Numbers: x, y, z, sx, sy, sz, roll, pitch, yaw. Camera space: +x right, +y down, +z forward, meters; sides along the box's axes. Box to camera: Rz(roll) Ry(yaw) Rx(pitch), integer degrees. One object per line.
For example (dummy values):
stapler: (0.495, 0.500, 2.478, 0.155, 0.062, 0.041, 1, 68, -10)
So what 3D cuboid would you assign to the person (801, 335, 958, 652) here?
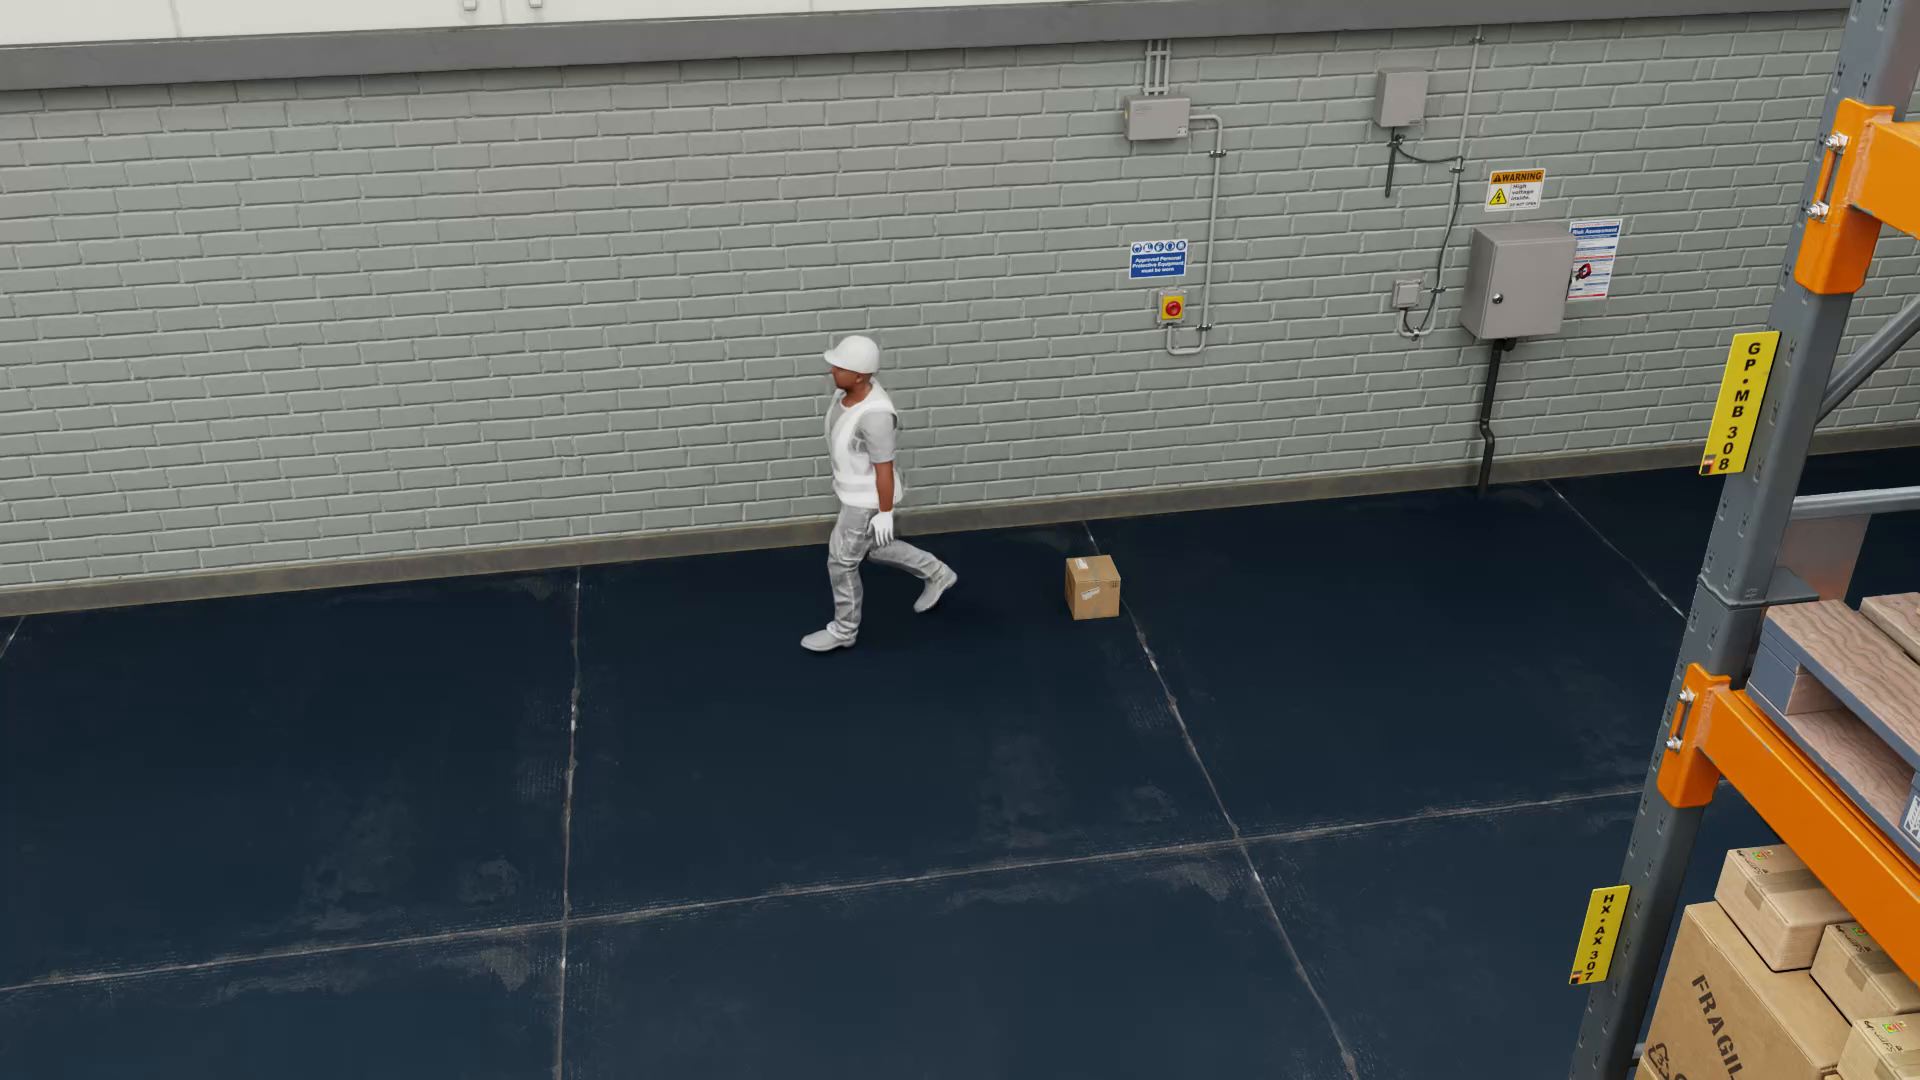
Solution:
person: (-0.431, -0.260, 8.551, 0.892, 1.762, 0.571, -7, 31, -12)
